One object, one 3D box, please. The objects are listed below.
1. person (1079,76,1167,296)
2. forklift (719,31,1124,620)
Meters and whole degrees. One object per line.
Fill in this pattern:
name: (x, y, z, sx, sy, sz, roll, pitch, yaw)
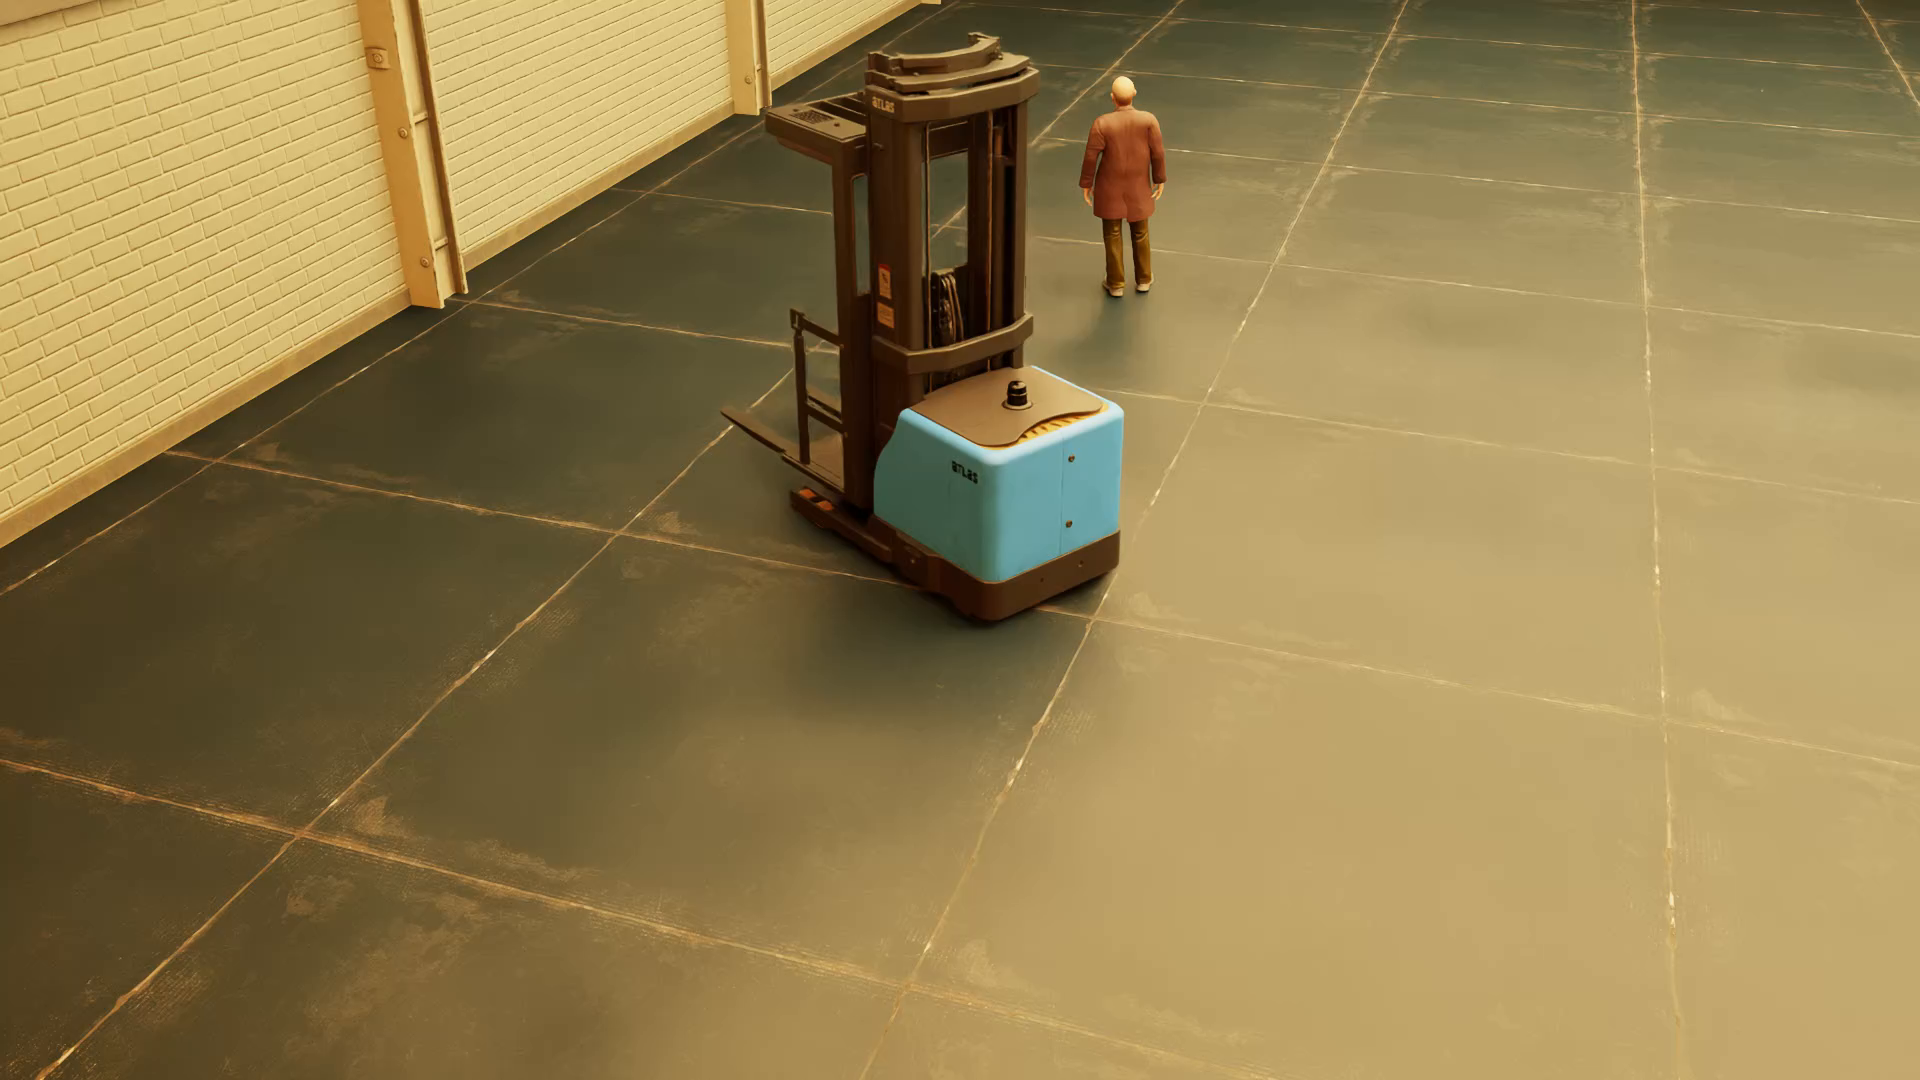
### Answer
person: (1.291, -2.839, 13.266, 0.695, 1.776, 0.582, 0, 30, 1)
forklift: (-0.399, -1.488, 9.746, 1.130, 2.935, 3.031, -22, 37, -34)
